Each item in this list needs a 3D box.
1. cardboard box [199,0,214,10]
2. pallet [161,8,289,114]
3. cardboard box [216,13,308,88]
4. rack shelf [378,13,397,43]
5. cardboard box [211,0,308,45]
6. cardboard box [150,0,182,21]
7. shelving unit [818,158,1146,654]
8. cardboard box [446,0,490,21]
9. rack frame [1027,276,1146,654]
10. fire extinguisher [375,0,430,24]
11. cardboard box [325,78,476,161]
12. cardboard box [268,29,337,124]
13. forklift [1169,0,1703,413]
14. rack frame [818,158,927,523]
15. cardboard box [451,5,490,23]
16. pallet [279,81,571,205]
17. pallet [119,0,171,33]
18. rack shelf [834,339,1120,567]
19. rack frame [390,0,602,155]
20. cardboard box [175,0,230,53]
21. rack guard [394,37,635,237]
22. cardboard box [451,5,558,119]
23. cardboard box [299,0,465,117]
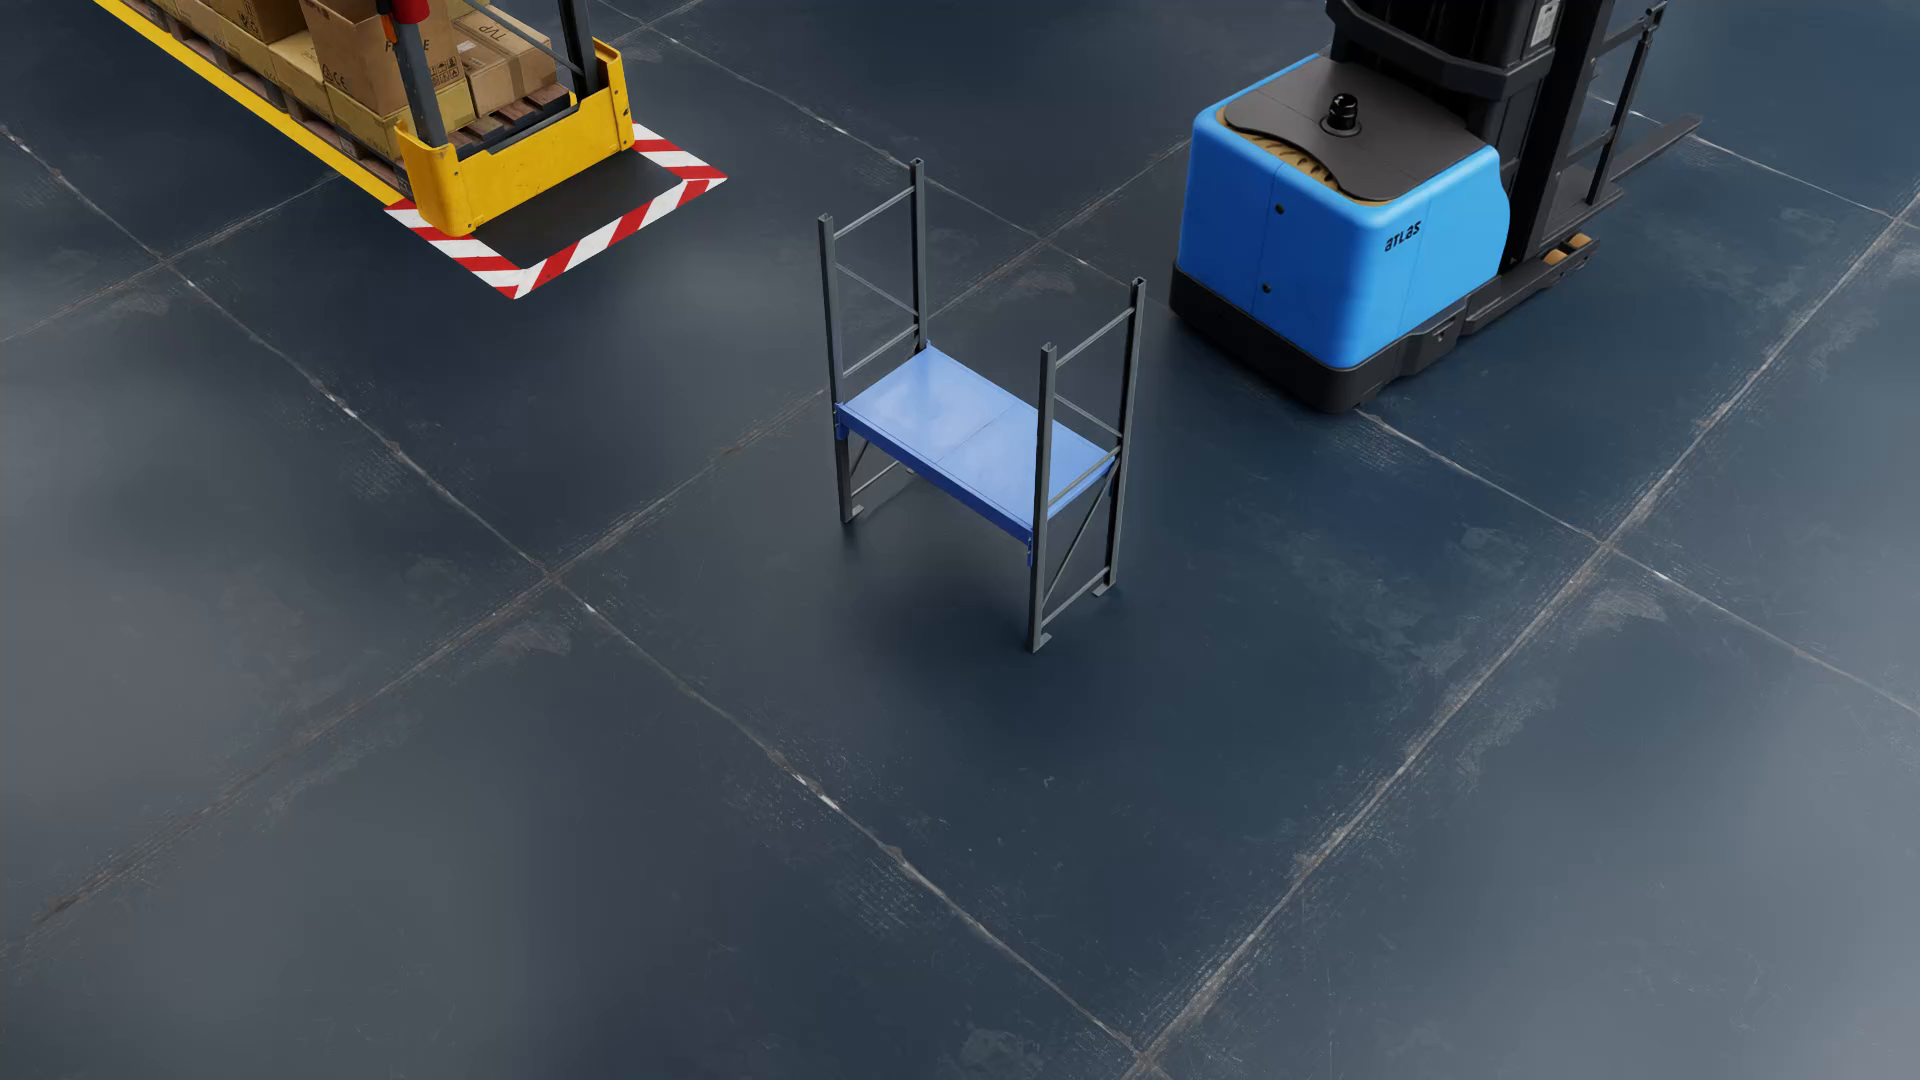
[{"bbox_3d":[-3.923,-3.198,8.779,0.500,0.500,0.500,34,55,28],"label":"cardboard box"},{"bbox_3d":[-3.698,-2.903,9.331,1.213,0.211,1.003,34,55,28],"label":"pallet"},{"bbox_3d":[-3.554,-2.695,8.821,0.500,0.250,0.500,34,55,28],"label":"cardboard box"},{"bbox_3d":[-3.685,-3.641,8.604,4.000,0.370,1.077,34,55,28],"label":"rack shelf"},{"bbox_3d":[-3.556,-2.950,8.546,0.500,0.500,0.500,34,55,28],"label":"cardboard box"},{"bbox_3d":[-4.292,-3.187,9.283,0.500,0.250,0.500,34,55,28],"label":"cardboard box"},{"bbox_3d":[0.063,-0.471,6.164,1.048,1.500,0.538,34,55,28],"label":"shelving unit"},{"bbox_3d":[-2.828,-2.988,8.582,0.500,0.500,0.500,34,55,28],"label":"cardboard box"},{"bbox_3d":[0.436,-0.220,5.928,0.032,1.500,0.500,34,55,28],"label":"rack frame"},{"bbox_3d":[-2.444,-2.565,7.153,0.183,0.674,0.296,34,55,28],"label":"fire extinguisher"},{"bbox_3d":[-2.810,-2.208,8.363,0.500,0.250,0.500,34,55,28],"label":"cardboard box"},{"bbox_3d":[-3.186,-2.449,8.589,0.500,0.250,0.500,34,55,28],"label":"cardboard box"},{"bbox_3d":[2.415,-2.474,7.063,3.031,2.935,1.130,-32,54,-26],"label":"forklift"},{"bbox_3d":[-0.311,-0.723,6.400,0.032,1.500,0.500,34,55,28],"label":"rack frame"},{"bbox_3d":[-2.829,-2.730,8.854,0.500,0.250,0.500,34,55,28],"label":"cardboard box"},{"bbox_3d":[-2.806,-2.300,8.764,1.213,0.211,1.003,34,55,28],"label":"pallet"},{"bbox_3d":[-4.599,-3.506,9.897,1.213,0.211,1.003,34,55,28],"label":"pallet"},{"bbox_3d":[0.063,-0.348,6.295,1.000,0.185,0.538,34,55,28],"label":"rack shelf"},{"bbox_3d":[-2.216,-2.898,7.414,0.127,3.000,1.000,34,55,28],"label":"rack frame"},{"bbox_3d":[-3.921,-2.943,9.054,0.500,0.250,0.500,34,55,28],"label":"cardboard box"},{"bbox_3d":[-2.198,-2.031,8.314,0.348,0.500,1.175,34,55,28],"label":"rack guard"},{"bbox_3d":[-2.459,-2.485,8.624,0.500,0.250,0.500,34,55,28],"label":"cardboard box"},{"bbox_3d":[-2.812,-2.463,8.089,0.500,0.500,0.500,34,55,28],"label":"cardboard box"}]
